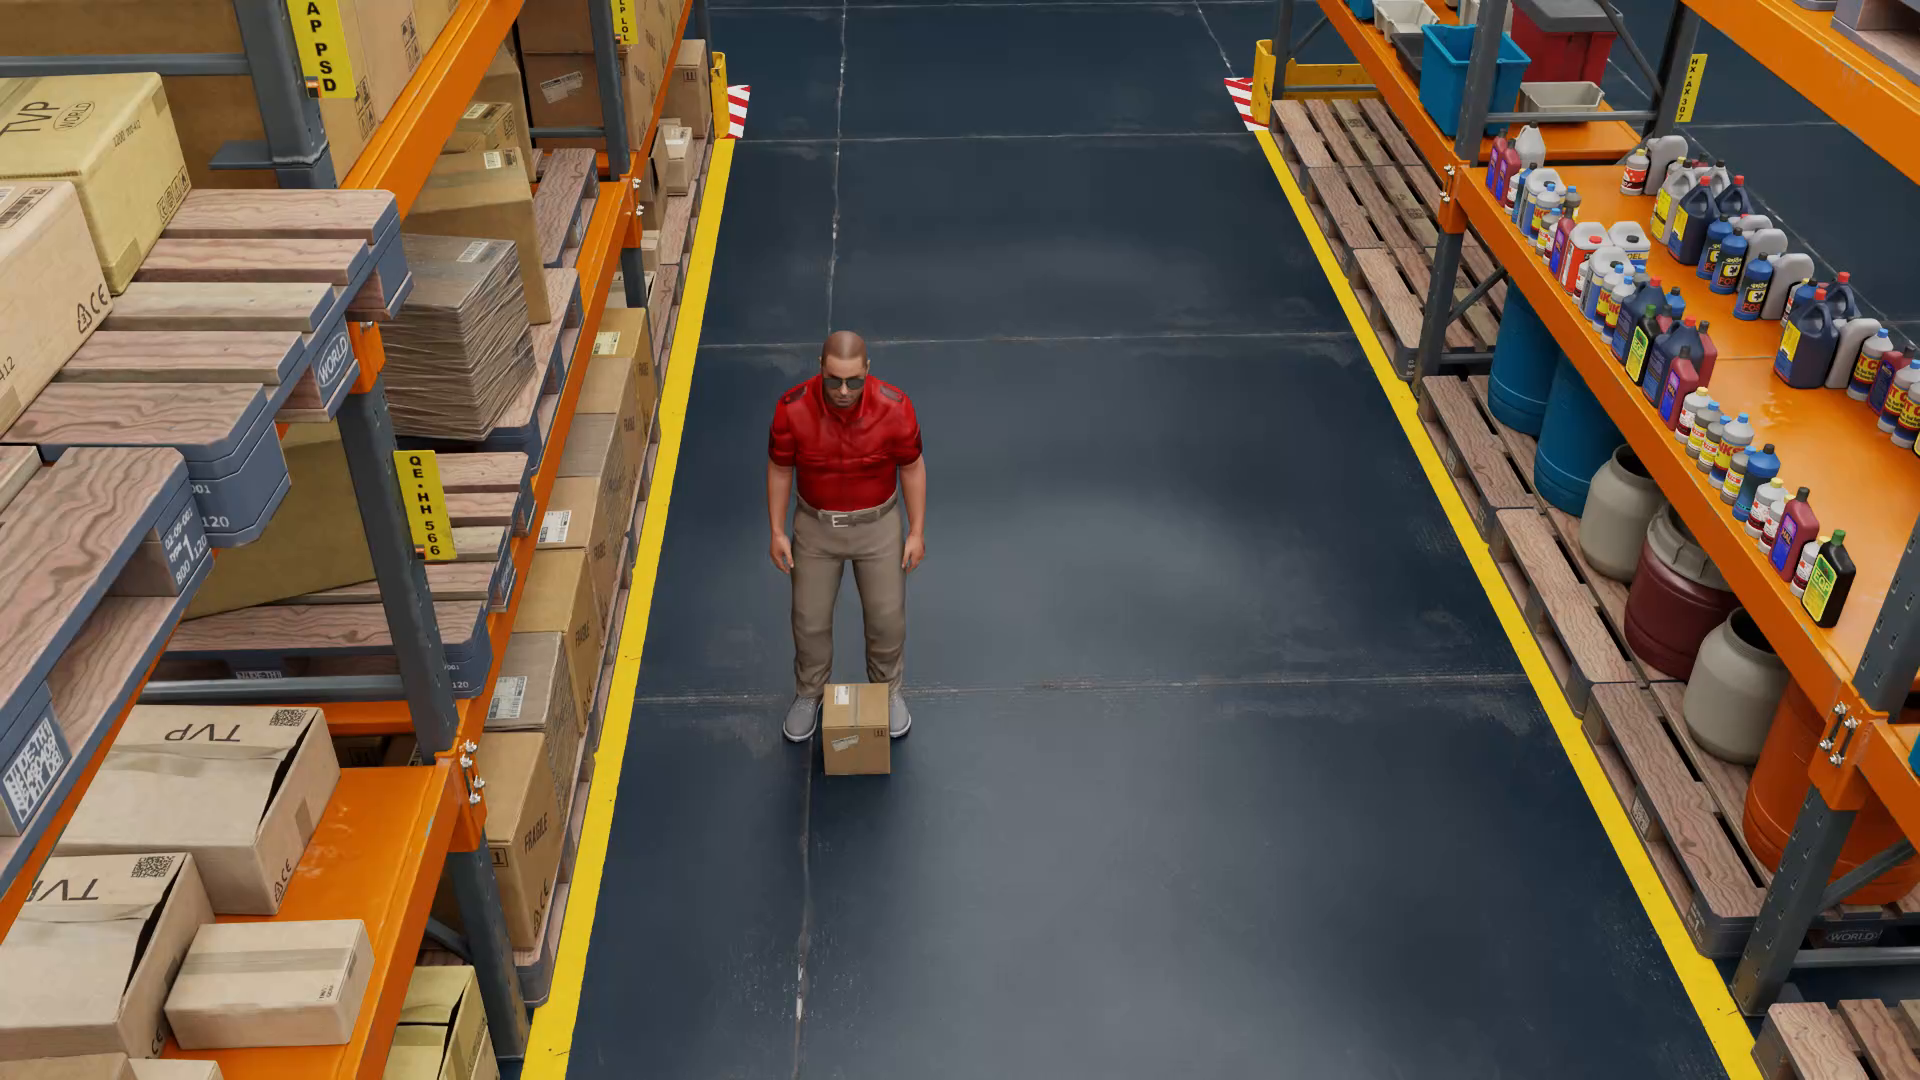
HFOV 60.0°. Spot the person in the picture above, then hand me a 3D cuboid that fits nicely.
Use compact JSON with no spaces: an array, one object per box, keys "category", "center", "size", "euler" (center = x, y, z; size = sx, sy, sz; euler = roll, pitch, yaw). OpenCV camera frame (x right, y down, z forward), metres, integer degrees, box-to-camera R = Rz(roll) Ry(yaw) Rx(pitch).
[{"category":"person","center":[-0.417,-0.022,6.187],"size":[0.586,1.727,0.393],"euler":[-1,35,-1]}]
